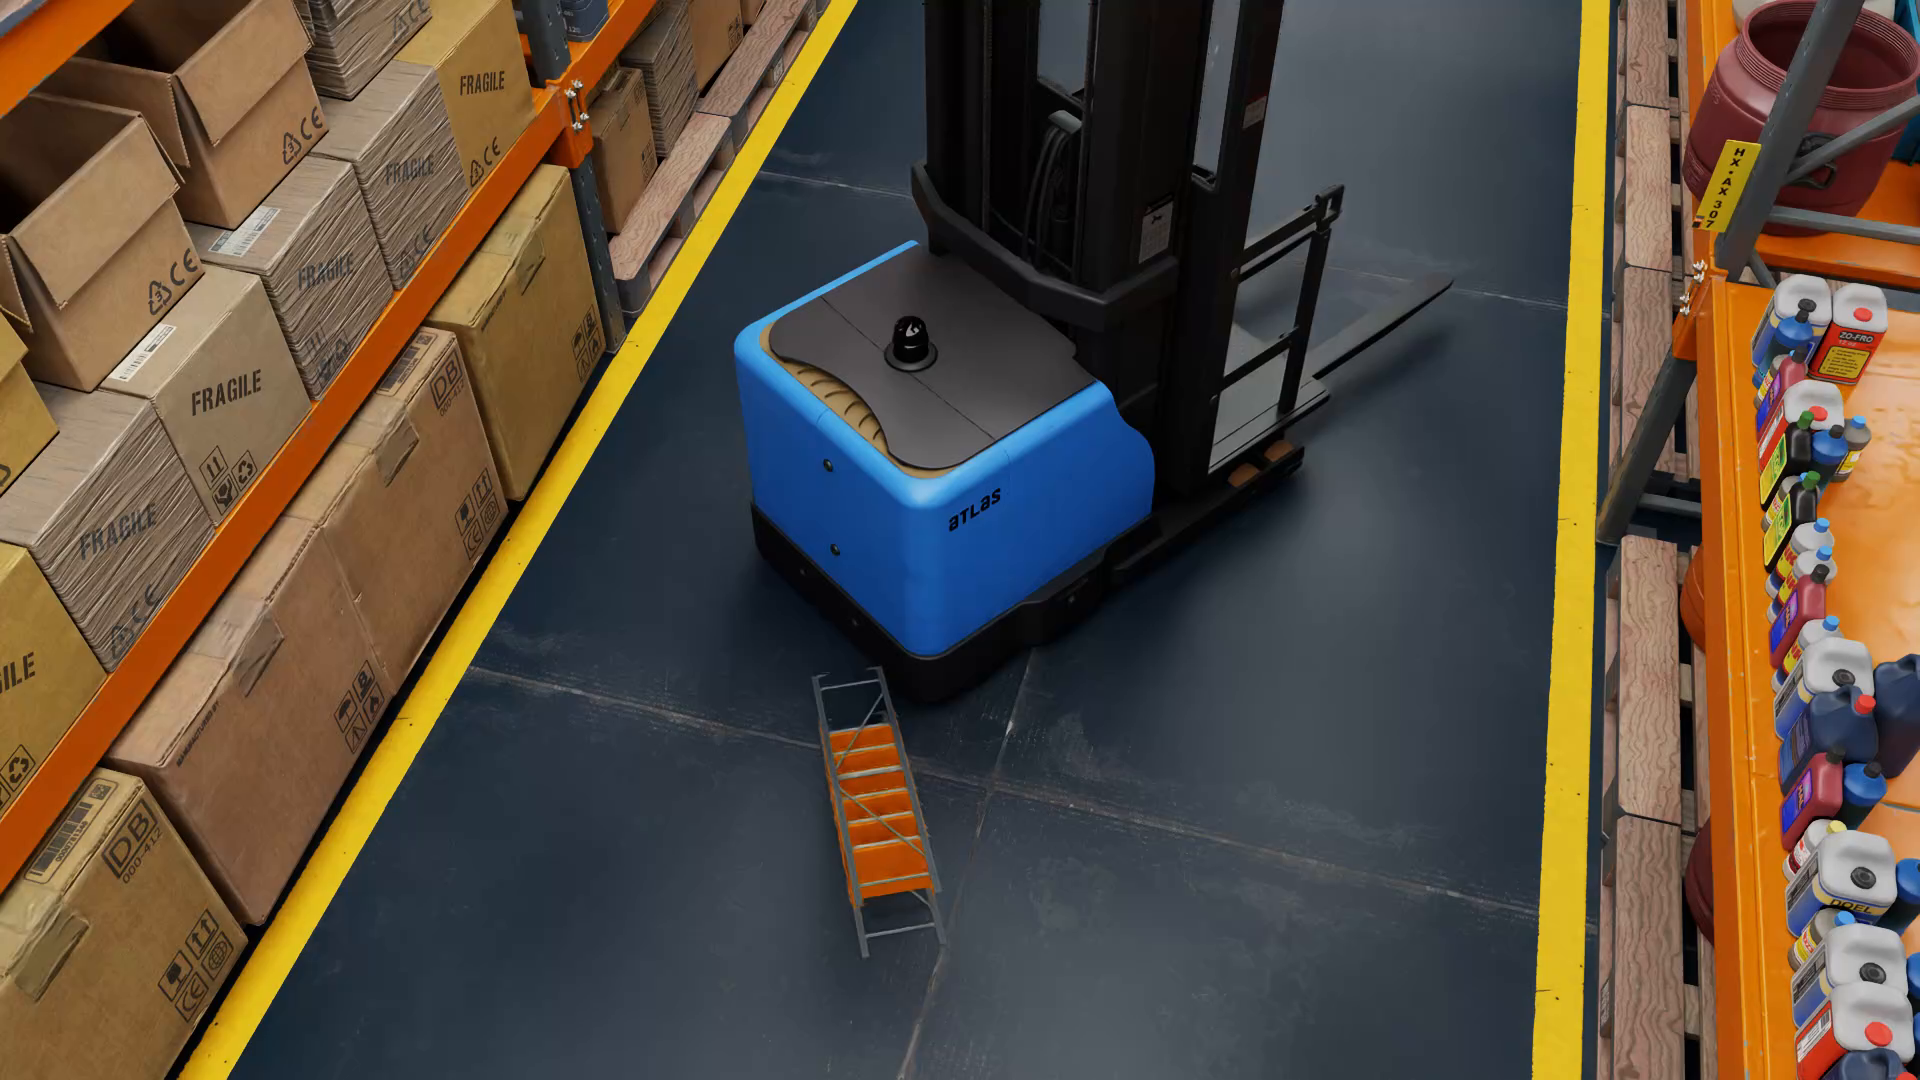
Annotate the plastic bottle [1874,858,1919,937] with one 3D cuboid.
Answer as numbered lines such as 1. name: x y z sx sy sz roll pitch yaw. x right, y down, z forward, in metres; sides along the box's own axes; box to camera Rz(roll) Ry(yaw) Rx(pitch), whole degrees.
1. plastic bottle: 2.068 0.780 3.647 0.097 0.271 0.097 0 49 0

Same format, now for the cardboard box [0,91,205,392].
1. cardboard box: -2.452 -0.783 4.205 0.797 0.503 0.637 13 50 11

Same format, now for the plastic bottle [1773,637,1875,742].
1. plastic bottle: 2.088 0.370 4.006 0.152 0.276 0.135 12 50 10

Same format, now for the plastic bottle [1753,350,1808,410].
1. plastic bottle: 2.370 -0.460 4.788 0.097 0.201 0.097 0 49 0

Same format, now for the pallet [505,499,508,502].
1. pallet: -2.180 -0.423 6.483 1.003 0.211 1.213 12 50 10

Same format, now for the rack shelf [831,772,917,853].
1. rack shelf: -0.255 0.830 5.072 0.258 0.180 0.103 -8 28 -7

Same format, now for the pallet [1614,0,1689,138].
1. pallet: 3.762 -2.319 8.156 1.003 0.211 1.213 12 50 10

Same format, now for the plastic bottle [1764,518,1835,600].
1. plastic bottle: 2.178 0.045 4.296 0.097 0.271 0.097 0 49 0

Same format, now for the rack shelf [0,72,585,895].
1. rack shelf: -2.426 -0.217 4.920 1.077 0.370 4.000 12 50 10

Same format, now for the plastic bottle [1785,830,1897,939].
1. plastic bottle: 1.943 0.768 3.655 0.152 0.276 0.135 12 50 10

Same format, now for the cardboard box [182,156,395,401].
1. cardboard box: -2.061 -0.793 4.882 0.500 0.500 0.500 10 49 9

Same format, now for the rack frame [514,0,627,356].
1. rack frame: -1.900 -1.901 5.927 1.000 3.000 0.127 12 50 10

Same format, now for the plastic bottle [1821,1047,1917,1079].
1. plastic bottle: 1.801 1.123 3.291 0.144 0.351 0.185 12 50 10

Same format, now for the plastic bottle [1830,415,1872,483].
1. plastic bottle: 2.456 -0.263 4.614 0.097 0.201 0.097 0 49 0

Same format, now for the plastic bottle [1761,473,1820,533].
1. plastic bottle: 2.239 -0.099 4.469 0.097 0.201 0.097 0 49 0

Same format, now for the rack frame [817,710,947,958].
1. rack frame: -0.263 0.877 5.181 0.240 0.006 1.200 -8 28 -7

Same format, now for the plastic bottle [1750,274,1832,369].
1. plastic bottle: 2.453 -0.634 4.891 0.152 0.276 0.135 12 50 10

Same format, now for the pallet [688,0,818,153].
1. pallet: -1.370 -2.423 8.248 1.003 0.211 1.213 12 50 10

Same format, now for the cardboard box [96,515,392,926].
1. cardboard box: -2.569 0.443 4.996 1.225 0.875 0.875 10 49 9

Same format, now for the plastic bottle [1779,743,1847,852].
1. plastic bottle: 1.960 0.589 3.808 0.061 0.283 0.133 12 50 10

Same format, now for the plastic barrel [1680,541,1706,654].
1. plastic barrel: 2.766 0.013 5.406 0.600 0.830 0.708 12 50 10

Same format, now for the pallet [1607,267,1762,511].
1. pallet: 3.120 -0.554 6.598 1.003 0.211 1.213 12 50 10

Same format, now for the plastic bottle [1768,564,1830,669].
1. plastic bottle: 2.105 0.191 4.159 0.061 0.283 0.133 12 50 10

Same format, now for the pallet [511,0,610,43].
1. pallet: -1.815 -2.374 6.473 1.213 0.211 1.003 12 50 10

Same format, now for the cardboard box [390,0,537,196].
1. cardboard box: -1.790 -1.528 5.532 0.500 0.500 0.500 13 50 11

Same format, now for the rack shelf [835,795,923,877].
1. rack shelf: -0.234 0.884 4.967 0.258 0.180 0.103 -8 28 -7

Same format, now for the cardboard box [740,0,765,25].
1. cardboard box: -1.320 -2.927 8.206 0.700 0.500 0.500 8 49 7

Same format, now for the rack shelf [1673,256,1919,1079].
1. rack shelf: 2.352 0.761 4.058 1.077 0.370 4.000 12 50 10

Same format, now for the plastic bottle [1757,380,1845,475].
1. plastic bottle: 2.331 -0.299 4.596 0.152 0.276 0.135 12 50 10

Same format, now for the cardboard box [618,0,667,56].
1. cardboard box: -1.622 -2.344 7.192 0.500 0.250 0.500 17 51 14

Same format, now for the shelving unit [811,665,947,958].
1. shelving unit: -0.269 0.796 5.138 0.258 0.189 1.200 -8 28 -7

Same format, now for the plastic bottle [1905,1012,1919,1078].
1. plastic bottle: 1.972 1.045 3.413 0.097 0.271 0.097 0 49 0

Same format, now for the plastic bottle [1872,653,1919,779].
1. plastic bottle: 2.224 0.392 3.936 0.144 0.351 0.185 12 50 10

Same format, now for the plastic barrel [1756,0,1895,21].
1. plastic barrel: 2.943 -1.747 5.717 0.421 0.512 0.421 0 49 0

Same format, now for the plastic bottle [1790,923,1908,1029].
1. plastic bottle: 1.882 0.935 3.507 0.152 0.276 0.135 12 50 10

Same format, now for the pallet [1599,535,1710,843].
1. pallet: 2.711 0.577 5.600 1.003 0.211 1.213 12 50 10

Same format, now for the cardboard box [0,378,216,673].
1. cardboard box: -2.327 -0.050 4.227 0.500 0.500 0.500 11 49 9

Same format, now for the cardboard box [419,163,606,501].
1. cardboard box: -2.101 -0.842 6.130 1.225 0.875 0.875 9 49 8

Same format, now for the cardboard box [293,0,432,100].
1. cardboard box: -2.108 -1.741 5.050 0.797 0.503 0.637 13 50 11

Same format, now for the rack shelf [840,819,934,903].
1. rack shelf: -0.212 0.938 4.862 0.258 0.180 0.103 -8 28 -7

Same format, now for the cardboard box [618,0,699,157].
1. cardboard box: -1.609 -2.112 7.487 0.700 0.500 0.500 8 49 7

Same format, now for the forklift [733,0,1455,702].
1. forklift: 0.693 -1.371 5.505 3.031 2.935 1.130 -33 56 -25
